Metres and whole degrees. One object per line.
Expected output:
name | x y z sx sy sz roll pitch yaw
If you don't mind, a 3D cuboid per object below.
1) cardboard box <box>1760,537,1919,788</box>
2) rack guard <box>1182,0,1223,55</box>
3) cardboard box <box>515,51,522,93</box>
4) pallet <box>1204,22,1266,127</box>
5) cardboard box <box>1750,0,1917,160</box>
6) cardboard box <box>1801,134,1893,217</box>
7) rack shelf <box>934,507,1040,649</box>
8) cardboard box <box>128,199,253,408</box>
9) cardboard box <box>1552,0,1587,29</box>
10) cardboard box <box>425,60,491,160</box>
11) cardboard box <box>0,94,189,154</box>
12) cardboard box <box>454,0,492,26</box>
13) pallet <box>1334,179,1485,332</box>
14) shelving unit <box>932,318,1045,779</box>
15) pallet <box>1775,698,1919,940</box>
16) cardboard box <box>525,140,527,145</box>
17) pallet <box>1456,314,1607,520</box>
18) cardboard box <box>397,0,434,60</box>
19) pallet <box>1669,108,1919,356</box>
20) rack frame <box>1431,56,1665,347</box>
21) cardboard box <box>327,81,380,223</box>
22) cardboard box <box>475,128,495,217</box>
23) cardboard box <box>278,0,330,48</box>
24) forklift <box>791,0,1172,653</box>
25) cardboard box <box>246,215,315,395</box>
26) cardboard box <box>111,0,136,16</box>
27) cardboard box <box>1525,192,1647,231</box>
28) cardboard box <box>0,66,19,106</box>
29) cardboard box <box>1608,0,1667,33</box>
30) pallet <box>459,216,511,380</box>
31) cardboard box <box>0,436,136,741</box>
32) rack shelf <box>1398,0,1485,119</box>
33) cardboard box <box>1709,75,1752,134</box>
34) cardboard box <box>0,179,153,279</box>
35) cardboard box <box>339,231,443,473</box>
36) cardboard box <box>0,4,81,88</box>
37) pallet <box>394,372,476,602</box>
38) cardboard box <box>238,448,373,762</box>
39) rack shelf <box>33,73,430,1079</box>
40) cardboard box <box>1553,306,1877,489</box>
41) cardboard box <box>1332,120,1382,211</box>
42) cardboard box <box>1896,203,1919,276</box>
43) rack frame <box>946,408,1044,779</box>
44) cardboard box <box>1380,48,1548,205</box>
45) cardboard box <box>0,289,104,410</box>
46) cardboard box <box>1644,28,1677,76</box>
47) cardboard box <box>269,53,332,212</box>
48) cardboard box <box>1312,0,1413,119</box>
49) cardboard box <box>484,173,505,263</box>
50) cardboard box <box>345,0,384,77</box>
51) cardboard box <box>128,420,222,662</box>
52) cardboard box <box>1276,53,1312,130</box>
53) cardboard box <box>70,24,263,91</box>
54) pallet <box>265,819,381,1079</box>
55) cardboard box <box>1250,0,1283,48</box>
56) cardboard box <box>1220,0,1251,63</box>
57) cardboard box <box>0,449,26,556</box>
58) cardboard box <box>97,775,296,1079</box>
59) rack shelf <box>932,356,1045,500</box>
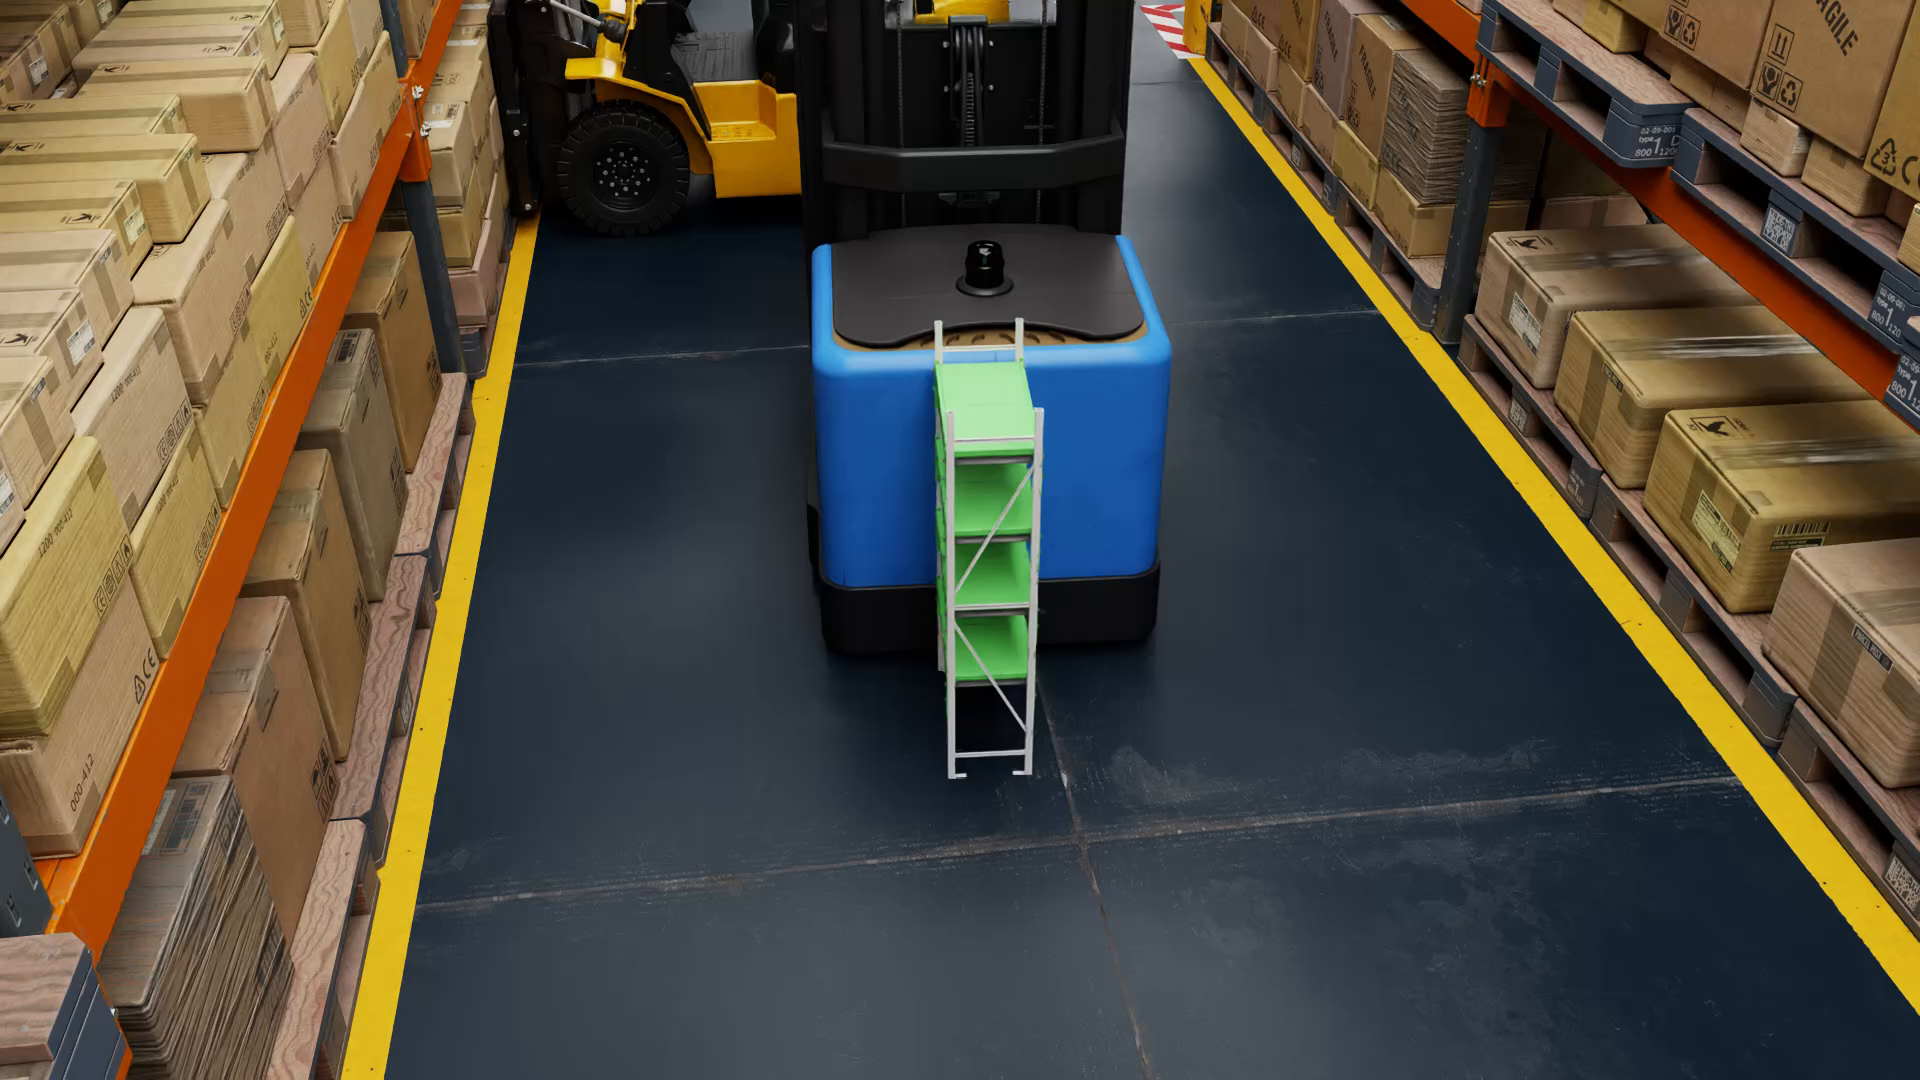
cardboard box | 2.862 0.301 4.605 0.950 0.372 0.625 -5 35 -7
rack guard | 1.969 -3.273 10.108 1.175 0.500 0.348 -4 35 -6
cardboard box | -2.437 -2.399 8.231 0.500 0.250 0.500 -5 35 -7
pallet | 2.044 -2.697 9.520 1.003 0.211 1.213 -4 35 -6
cardboard box | 2.477 -1.328 4.309 0.500 0.500 0.500 -6 35 -8
cardboard box | 2.471 -0.977 4.370 0.380 0.149 0.250 -5 35 -8
rack shelf | 0.069 0.094 4.660 0.258 0.148 0.480 -2 34 -3
cardboard box | -1.819 -0.489 3.494 0.500 0.250 0.500 -5 35 -8
cardboard box | 2.258 -1.853 5.656 0.380 0.149 0.250 -4 34 -6
cardboard box | -2.234 -1.768 6.862 0.500 0.250 0.500 -4 35 -6
cardboard box | -1.949 -0.872 3.702 0.380 0.149 0.250 -4 35 -6
cardboard box | -2.375 -2.338 7.699 0.500 0.250 0.500 -5 35 -7
pallet | 2.372 -1.336 7.522 1.003 0.211 1.213 -4 35 -6
shelving unit | 0.069 0.041 4.624 0.258 1.200 0.503 -2 34 -3
pallet | 2.931 0.832 4.341 1.003 0.211 1.213 -4 35 -6
cardboard box | -2.375 -1.923 7.976 0.500 0.250 0.500 -3 34 -5
pallet | 2.603 -0.529 6.339 1.003 0.211 1.213 -4 35 -6
cardboard box | -2.222 -2.046 6.001 0.500 0.500 0.500 -5 35 -8
pallet | 2.728 -0.906 4.586 1.003 0.211 1.213 -4 35 -6
rack frame | 2.497 -2.116 6.191 1.000 3.000 0.127 -4 35 -6
cardboard box | -2.021 -1.134 4.884 0.500 0.250 0.500 -5 35 -7
cardboard box | -2.250 -1.556 6.994 0.500 0.250 0.500 -5 35 -7
cardboard box | -1.955 -1.453 4.554 0.380 0.149 0.250 -5 35 -8
forklift | -0.011 -1.673 5.602 1.130 2.935 3.031 -2 34 -4
cardboard box | -1.908 -0.567 4.052 0.500 0.250 0.500 -3 34 -5
cardboard box | -2.569 -1.542 4.684 0.380 0.149 0.250 -4 35 -7
cardboard box | 2.685 -1.503 7.360 0.500 0.250 0.500 -6 35 -9
cardboard box | -2.427 -0.980 3.860 0.380 0.149 0.250 -4 34 -6
cardboard box | 2.344 -1.891 5.135 0.500 0.500 0.500 -4 35 -6
pallet | -2.486 -1.032 7.077 1.003 0.211 1.213 -4 35 -6
cardboard box | -1.676 0.082 2.656 0.500 0.250 0.500 -4 35 -6
rack shelf | 2.228 -2.935 8.031 1.077 0.370 4.000 -4 35 -6
cardboard box | 2.422 -1.276 4.809 0.380 0.149 0.250 -4 34 -6
cardboard box | -1.842 -0.588 3.285 0.380 0.149 0.250 -4 34 -6
cardboard box | -2.340 -0.640 5.761 0.875 0.625 0.625 -3 34 -4
cardboard box | -2.506 -1.260 4.270 0.380 0.149 0.250 -4 35 -6
pallet | -2.283 -0.177 5.823 1.003 0.211 1.213 -4 35 -6
cardboard box | -2.140 0.213 4.509 0.875 0.625 0.625 -6 35 -8
rack shelf | -2.152 -0.324 4.201 1.077 0.370 4.000 -4 35 -6
cardboard box | 2.670 -0.510 5.795 0.950 0.372 0.625 -2 34 -3
cardboard box | 2.070 -1.759 7.736 0.500 0.250 0.500 -5 35 -8
cardboard box | 2.495 -0.693 3.954 0.380 0.149 0.250 -4 34 -6
rack frame | 0.085 0.179 4.423 0.240 1.200 0.015 -2 34 -3
cardboard box | 2.152 -1.773 7.091 0.500 0.500 0.500 -5 35 -7
cardboard box | -1.731 -0.306 2.870 0.380 0.149 0.250 -3 34 -5
cardboard box | 2.397 -1.561 5.227 0.380 0.149 0.250 -2 34 -3
cardboard box | -1.962 -1.055 4.324 0.500 0.250 0.500 -4 34 -5
cardboard box | 2.012 -2.341 7.925 0.500 0.500 0.500 -3 34 -4
cardboard box | -2.242 -1.352 7.139 0.500 0.250 0.500 -5 35 -7
cardboard box | -2.102 -1.628 5.164 0.500 0.250 0.500 -5 35 -7
cardboard box | -1.763 0.009 3.206 0.500 0.250 0.500 -5 35 -7
cardboard box | 1.941 -2.325 8.567 0.500 0.250 0.500 -2 34 -3
cardboard box | -1.954 -1.162 4.127 0.380 0.149 0.250 -4 34 -6
pallet | -1.955 1.184 3.825 1.003 0.211 1.213 -4 35 -6
cardboard box | 1.872 -2.919 8.773 0.500 0.500 0.500 -6 35 -8
cardboard box | 1.794 -2.914 9.431 0.500 0.250 0.500 -5 35 -7
cardboard box | -1.634 -0.015 2.444 0.380 0.149 0.250 -3 34 -5
cardboard box | -1.953 0.953 3.424 0.875 0.625 0.625 -3 34 -5
rack shelf | 0.069 -0.302 4.389 0.258 0.148 0.480 -2 34 -3
